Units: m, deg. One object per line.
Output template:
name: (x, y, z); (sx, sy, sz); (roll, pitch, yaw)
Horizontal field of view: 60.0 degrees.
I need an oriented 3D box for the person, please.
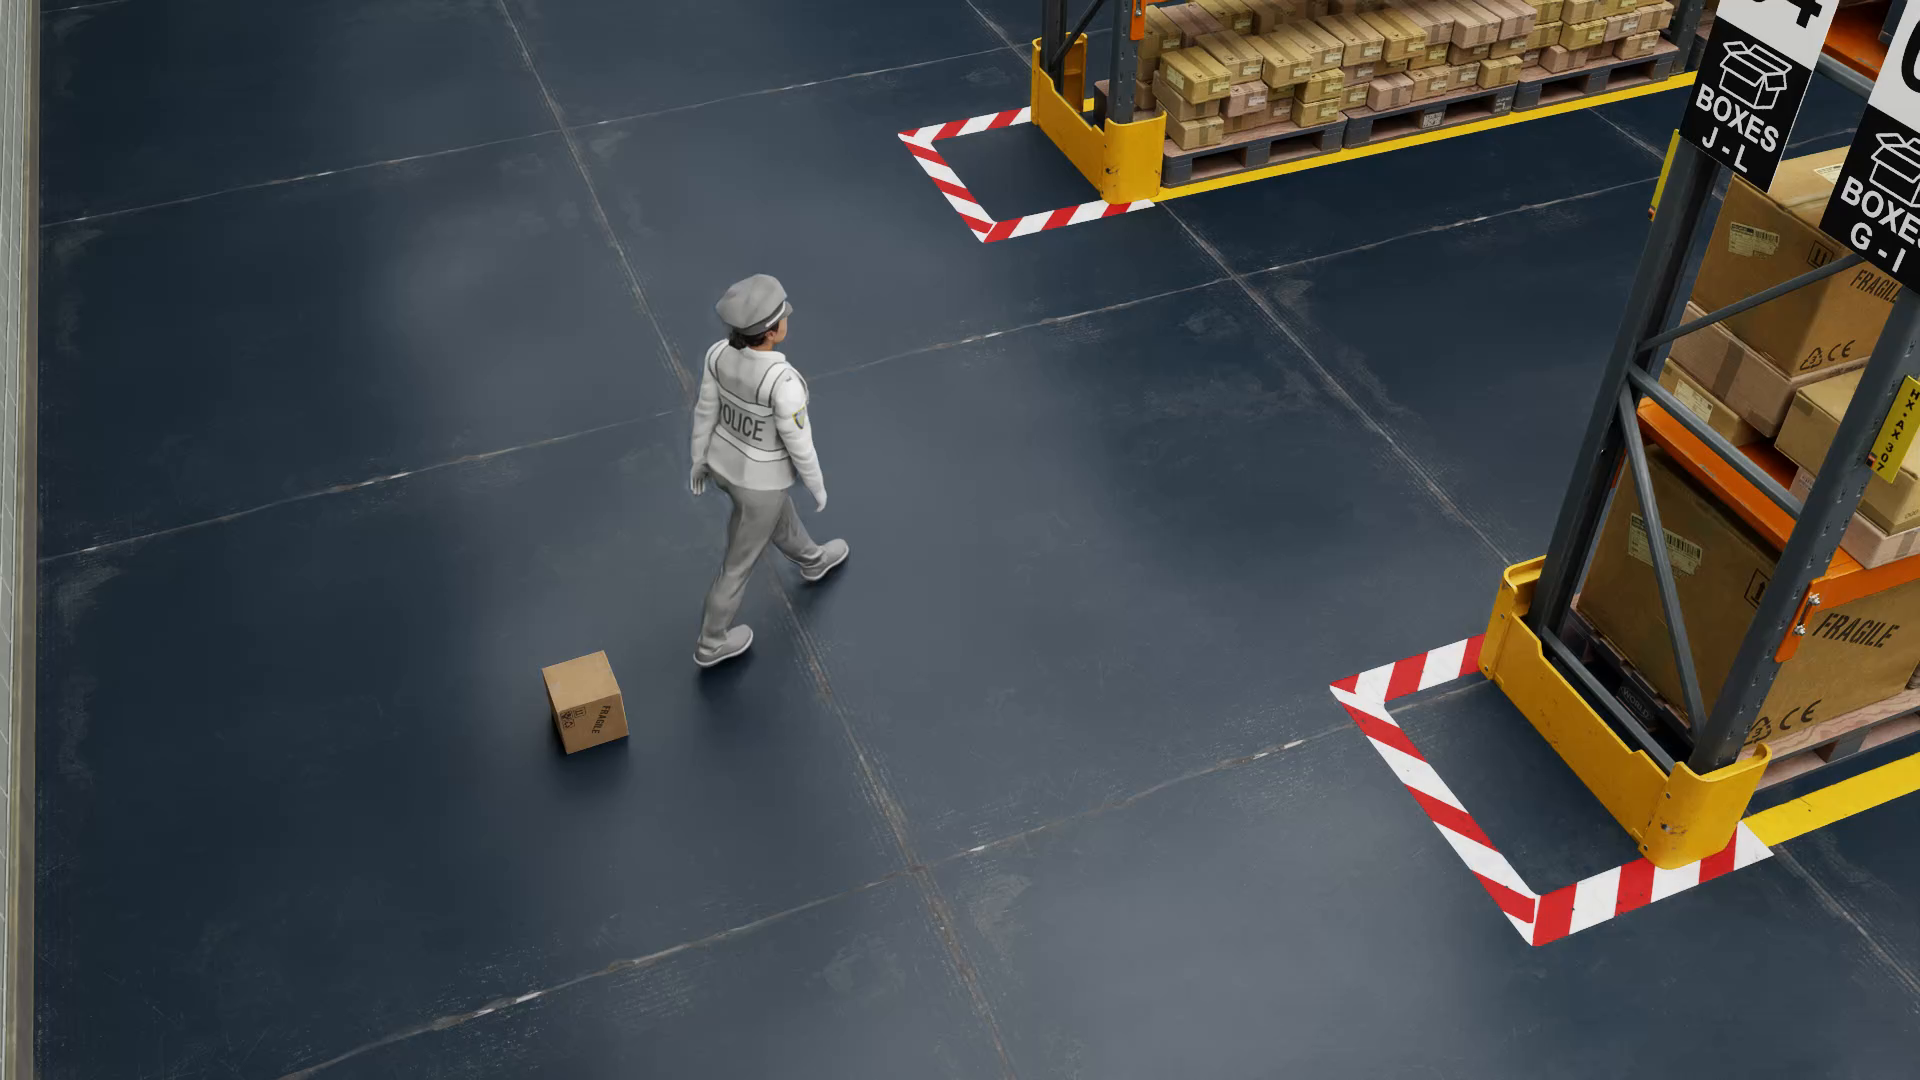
person: (-0.737, -0.290, 6.455); (0.924, 1.625, 0.514); (-32, 51, -30)
